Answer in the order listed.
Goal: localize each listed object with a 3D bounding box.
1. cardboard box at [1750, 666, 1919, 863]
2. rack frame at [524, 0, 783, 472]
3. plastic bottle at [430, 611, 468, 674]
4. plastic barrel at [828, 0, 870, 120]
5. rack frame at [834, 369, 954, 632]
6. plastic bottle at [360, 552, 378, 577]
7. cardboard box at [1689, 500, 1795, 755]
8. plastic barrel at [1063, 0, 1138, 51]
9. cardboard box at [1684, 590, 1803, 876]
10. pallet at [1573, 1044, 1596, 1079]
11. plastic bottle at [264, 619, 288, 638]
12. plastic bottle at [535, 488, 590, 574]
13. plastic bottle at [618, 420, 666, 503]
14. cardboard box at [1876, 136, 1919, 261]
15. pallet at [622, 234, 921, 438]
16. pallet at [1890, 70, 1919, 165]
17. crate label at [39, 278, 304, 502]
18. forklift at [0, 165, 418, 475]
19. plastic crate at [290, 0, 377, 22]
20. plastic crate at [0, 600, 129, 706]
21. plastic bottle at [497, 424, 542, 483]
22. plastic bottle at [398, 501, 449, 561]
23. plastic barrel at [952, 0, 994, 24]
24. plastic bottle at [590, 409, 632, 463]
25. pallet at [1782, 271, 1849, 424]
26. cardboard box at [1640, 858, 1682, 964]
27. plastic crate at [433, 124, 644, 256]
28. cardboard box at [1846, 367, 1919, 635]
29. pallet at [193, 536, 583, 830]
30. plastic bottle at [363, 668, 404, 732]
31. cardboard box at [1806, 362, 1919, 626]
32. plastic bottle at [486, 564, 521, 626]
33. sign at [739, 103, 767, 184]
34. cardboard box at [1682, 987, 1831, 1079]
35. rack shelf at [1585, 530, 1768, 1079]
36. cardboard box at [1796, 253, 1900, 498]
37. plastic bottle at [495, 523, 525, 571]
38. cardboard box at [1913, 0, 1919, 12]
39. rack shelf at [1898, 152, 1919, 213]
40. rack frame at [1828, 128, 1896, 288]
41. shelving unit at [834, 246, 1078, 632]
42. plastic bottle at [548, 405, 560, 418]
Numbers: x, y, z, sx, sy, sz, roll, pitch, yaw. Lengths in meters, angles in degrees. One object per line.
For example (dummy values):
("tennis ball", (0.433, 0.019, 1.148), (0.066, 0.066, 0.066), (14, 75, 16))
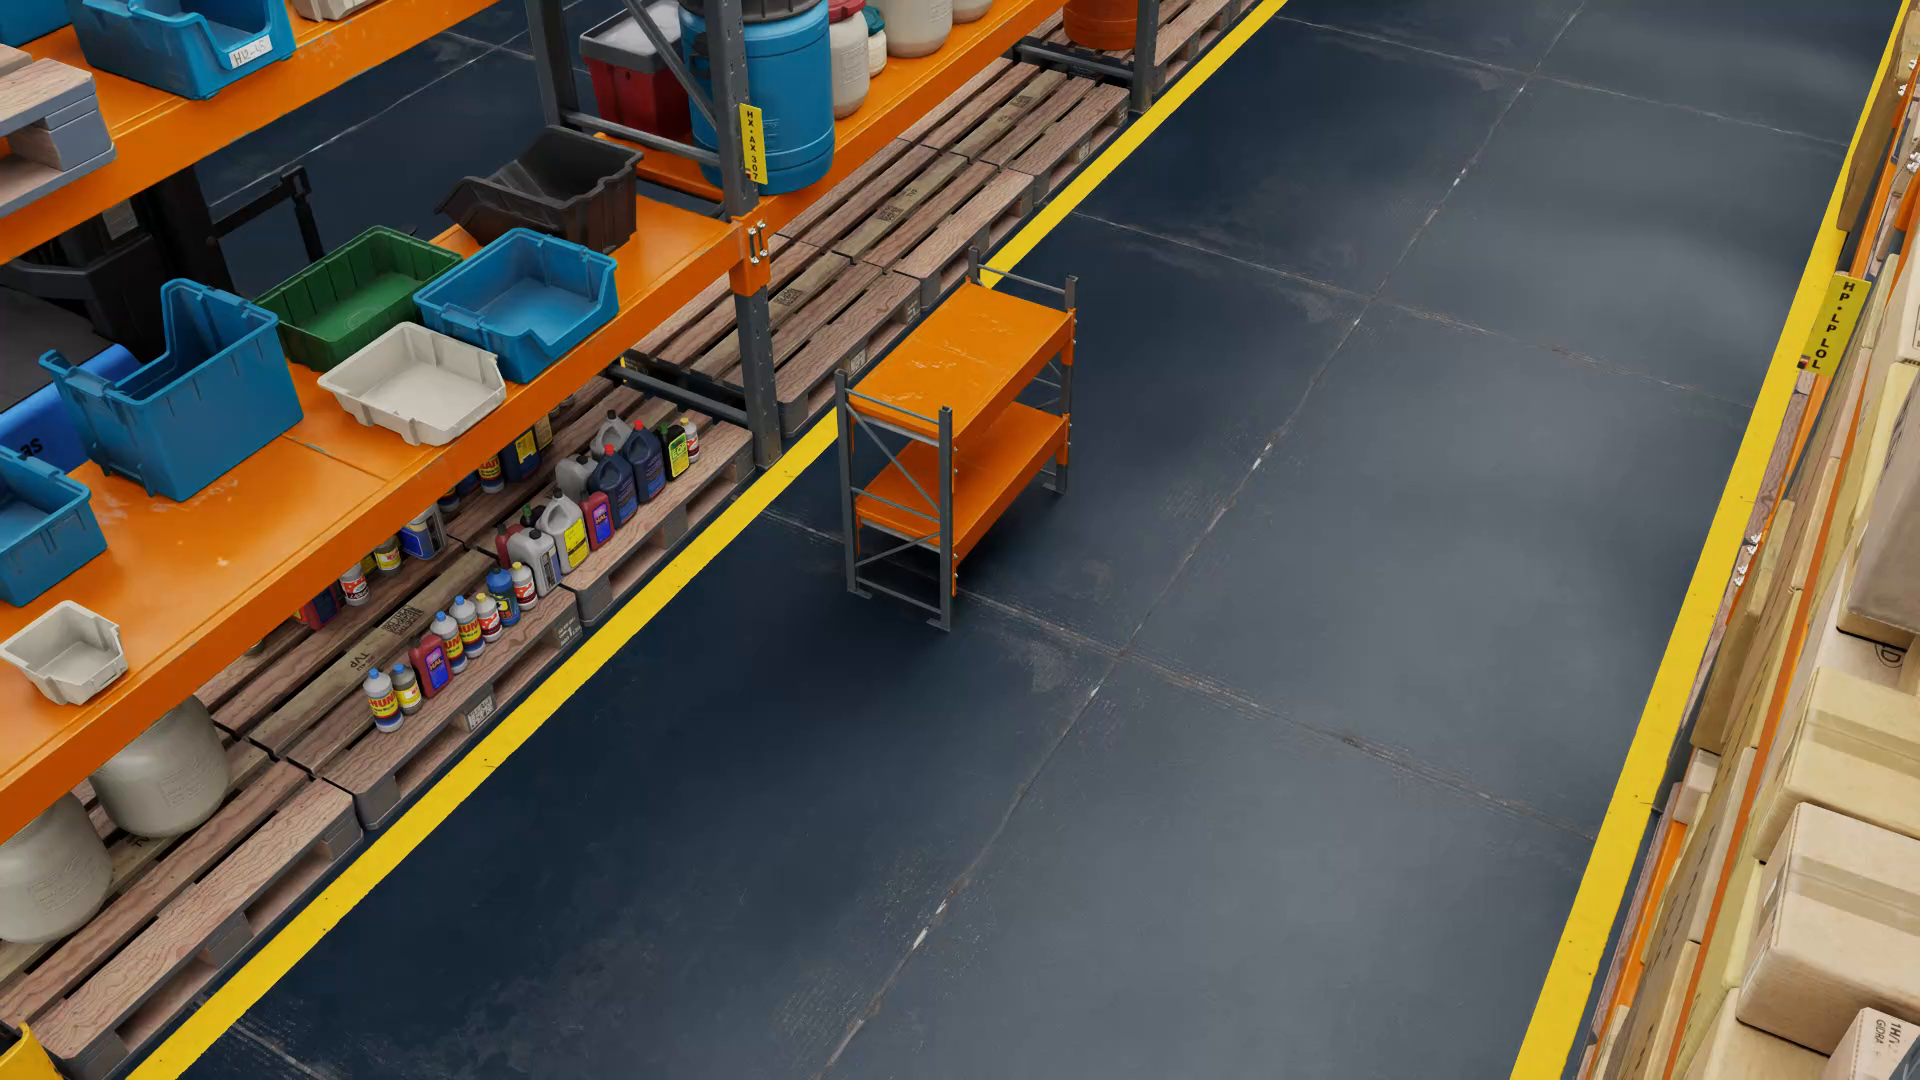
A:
("cardboard box", (1.252, 0.352, 2.123), (0.380, 0.149, 0.250), (21, 46, 22))
("rack frame", (-1.282, -1.639, 6.842), (1.000, 3.000, 0.127), (21, 45, 22))
("plastic bottle", (-1.935, 0.378, 6.283), (0.097, 0.271, 0.097), (0, 41, 0))
("plastic barrel", (-0.614, -2.165, 7.336), (0.433, 0.535, 0.433), (0, 41, 0))
("rack frame", (-0.251, -0.135, 6.552), (0.500, 1.125, 0.032), (21, 45, 22))
("plastic bottle", (-2.446, -0.028, 6.684), (0.144, 0.351, 0.185), (23, 46, 24))
("cardboard box", (2.446, 0.361, 4.270), (0.875, 0.500, 0.500), (21, 45, 22))
("plastic barrel", (0.949, -3.557, 10.344), (0.600, 0.830, 0.708), (21, 45, 22))
("cardboard box", (1.820, 0.510, 3.344), (0.500, 0.500, 0.500), (21, 45, 22))
("pallet", (2.091, 2.142, 4.658), (1.003, 0.211, 1.213), (21, 45, 22))
("plastic bottle", (-2.702, 0.235, 6.436), (0.061, 0.283, 0.133), (22, 46, 23))
("plastic bottle", (-1.613, -0.052, 6.711), (0.144, 0.351, 0.185), (21, 45, 22))
("plastic bottle", (-1.355, -0.347, 7.045), (0.144, 0.351, 0.185), (20, 45, 21))
("cardboard box", (3.793, -1.220, 5.970), (0.797, 0.503, 0.637), (26, 47, 26))
("pallet", (-0.923, -1.055, 8.288), (1.003, 0.211, 1.213), (21, 45, 22))
("pallet", (4.743, -1.775, 7.141), (1.213, 0.211, 1.003), (21, 45, 22))
("crate label", (-2.597, -0.507, 5.529), (0.502, 0.435, 0.616), (21, 45, 22))
("forklift", (-3.352, -1.623, 6.875), (1.130, 2.935, 3.031), (20, 45, 21))
("plastic crate", (-1.736, -1.614, 4.743), (0.243, 0.136, 0.396), (21, 45, 22))
("plastic crate", (-2.558, 0.343, 4.791), (0.298, 0.136, 0.250), (21, 45, 22))
("plastic bottle", (-1.921, -0.438, 7.149), (0.144, 0.351, 0.185), (21, 45, 22))
("plastic bottle", (-2.212, -0.072, 6.790), (0.152, 0.276, 0.135), (21, 45, 22))
("plastic barrel", (-0.030, -2.833, 8.094), (0.433, 0.535, 0.433), (0, 41, 0))
("plastic bottle", (-1.480, -0.394, 7.100), (0.144, 0.351, 0.185), (21, 45, 22))
("pallet", (4.615, -0.797, 7.995), (1.003, 0.211, 1.213), (21, 45, 22))
("cardboard box", (1.899, 0.979, 4.059), (0.380, 0.149, 0.250), (21, 45, 22))
("plastic crate", (-1.655, -1.359, 6.570), (0.767, 0.338, 0.504), (21, 45, 22))
("cardboard box", (1.561, -0.146, 2.197), (0.500, 0.500, 0.500), (21, 45, 22))
("pallet", (-2.264, 0.478, 6.547), (1.003, 0.211, 1.213), (21, 45, 22))
("plastic bottle", (-2.107, 0.574, 6.060), (0.097, 0.271, 0.097), (0, 41, 0))
("cardboard box", (1.784, -0.009, 2.834), (0.500, 0.250, 0.500), (20, 45, 21))
("plastic bottle", (-1.784, 0.204, 6.480), (0.097, 0.271, 0.097), (0, 41, 0))
("sign", (-0.812, -1.555, 6.537), (0.100, 0.325, 0.005), (21, 45, 22))
("cardboard box", (1.025, 0.858, 1.850), (0.500, 0.250, 0.500), (22, 46, 23))
("rack shelf", (2.005, 1.413, 3.920), (1.077, 0.370, 4.000), (21, 45, 22))
("cardboard box", (2.561, -0.352, 4.323), (0.500, 0.500, 0.500), (21, 45, 22))
("plastic bottle", (-1.790, 0.030, 6.669), (0.061, 0.283, 0.133), (21, 45, 22))
("cardboard box", (5.824, -2.546, 9.161), (1.225, 0.875, 0.875), (21, 46, 22))
("rack shelf", (4.007, -2.002, 5.528), (1.077, 0.370, 4.000), (21, 45, 22))
("rack frame", (5.007, -2.290, 7.581), (1.000, 3.000, 0.127), (21, 45, 22))
("shelving unit", (0.003, -0.426, 6.883), (0.538, 1.125, 1.048), (21, 45, 22))
("plastic bottle", (-1.872, -0.659, 7.513), (0.097, 0.201, 0.097), (0, 41, 0))
